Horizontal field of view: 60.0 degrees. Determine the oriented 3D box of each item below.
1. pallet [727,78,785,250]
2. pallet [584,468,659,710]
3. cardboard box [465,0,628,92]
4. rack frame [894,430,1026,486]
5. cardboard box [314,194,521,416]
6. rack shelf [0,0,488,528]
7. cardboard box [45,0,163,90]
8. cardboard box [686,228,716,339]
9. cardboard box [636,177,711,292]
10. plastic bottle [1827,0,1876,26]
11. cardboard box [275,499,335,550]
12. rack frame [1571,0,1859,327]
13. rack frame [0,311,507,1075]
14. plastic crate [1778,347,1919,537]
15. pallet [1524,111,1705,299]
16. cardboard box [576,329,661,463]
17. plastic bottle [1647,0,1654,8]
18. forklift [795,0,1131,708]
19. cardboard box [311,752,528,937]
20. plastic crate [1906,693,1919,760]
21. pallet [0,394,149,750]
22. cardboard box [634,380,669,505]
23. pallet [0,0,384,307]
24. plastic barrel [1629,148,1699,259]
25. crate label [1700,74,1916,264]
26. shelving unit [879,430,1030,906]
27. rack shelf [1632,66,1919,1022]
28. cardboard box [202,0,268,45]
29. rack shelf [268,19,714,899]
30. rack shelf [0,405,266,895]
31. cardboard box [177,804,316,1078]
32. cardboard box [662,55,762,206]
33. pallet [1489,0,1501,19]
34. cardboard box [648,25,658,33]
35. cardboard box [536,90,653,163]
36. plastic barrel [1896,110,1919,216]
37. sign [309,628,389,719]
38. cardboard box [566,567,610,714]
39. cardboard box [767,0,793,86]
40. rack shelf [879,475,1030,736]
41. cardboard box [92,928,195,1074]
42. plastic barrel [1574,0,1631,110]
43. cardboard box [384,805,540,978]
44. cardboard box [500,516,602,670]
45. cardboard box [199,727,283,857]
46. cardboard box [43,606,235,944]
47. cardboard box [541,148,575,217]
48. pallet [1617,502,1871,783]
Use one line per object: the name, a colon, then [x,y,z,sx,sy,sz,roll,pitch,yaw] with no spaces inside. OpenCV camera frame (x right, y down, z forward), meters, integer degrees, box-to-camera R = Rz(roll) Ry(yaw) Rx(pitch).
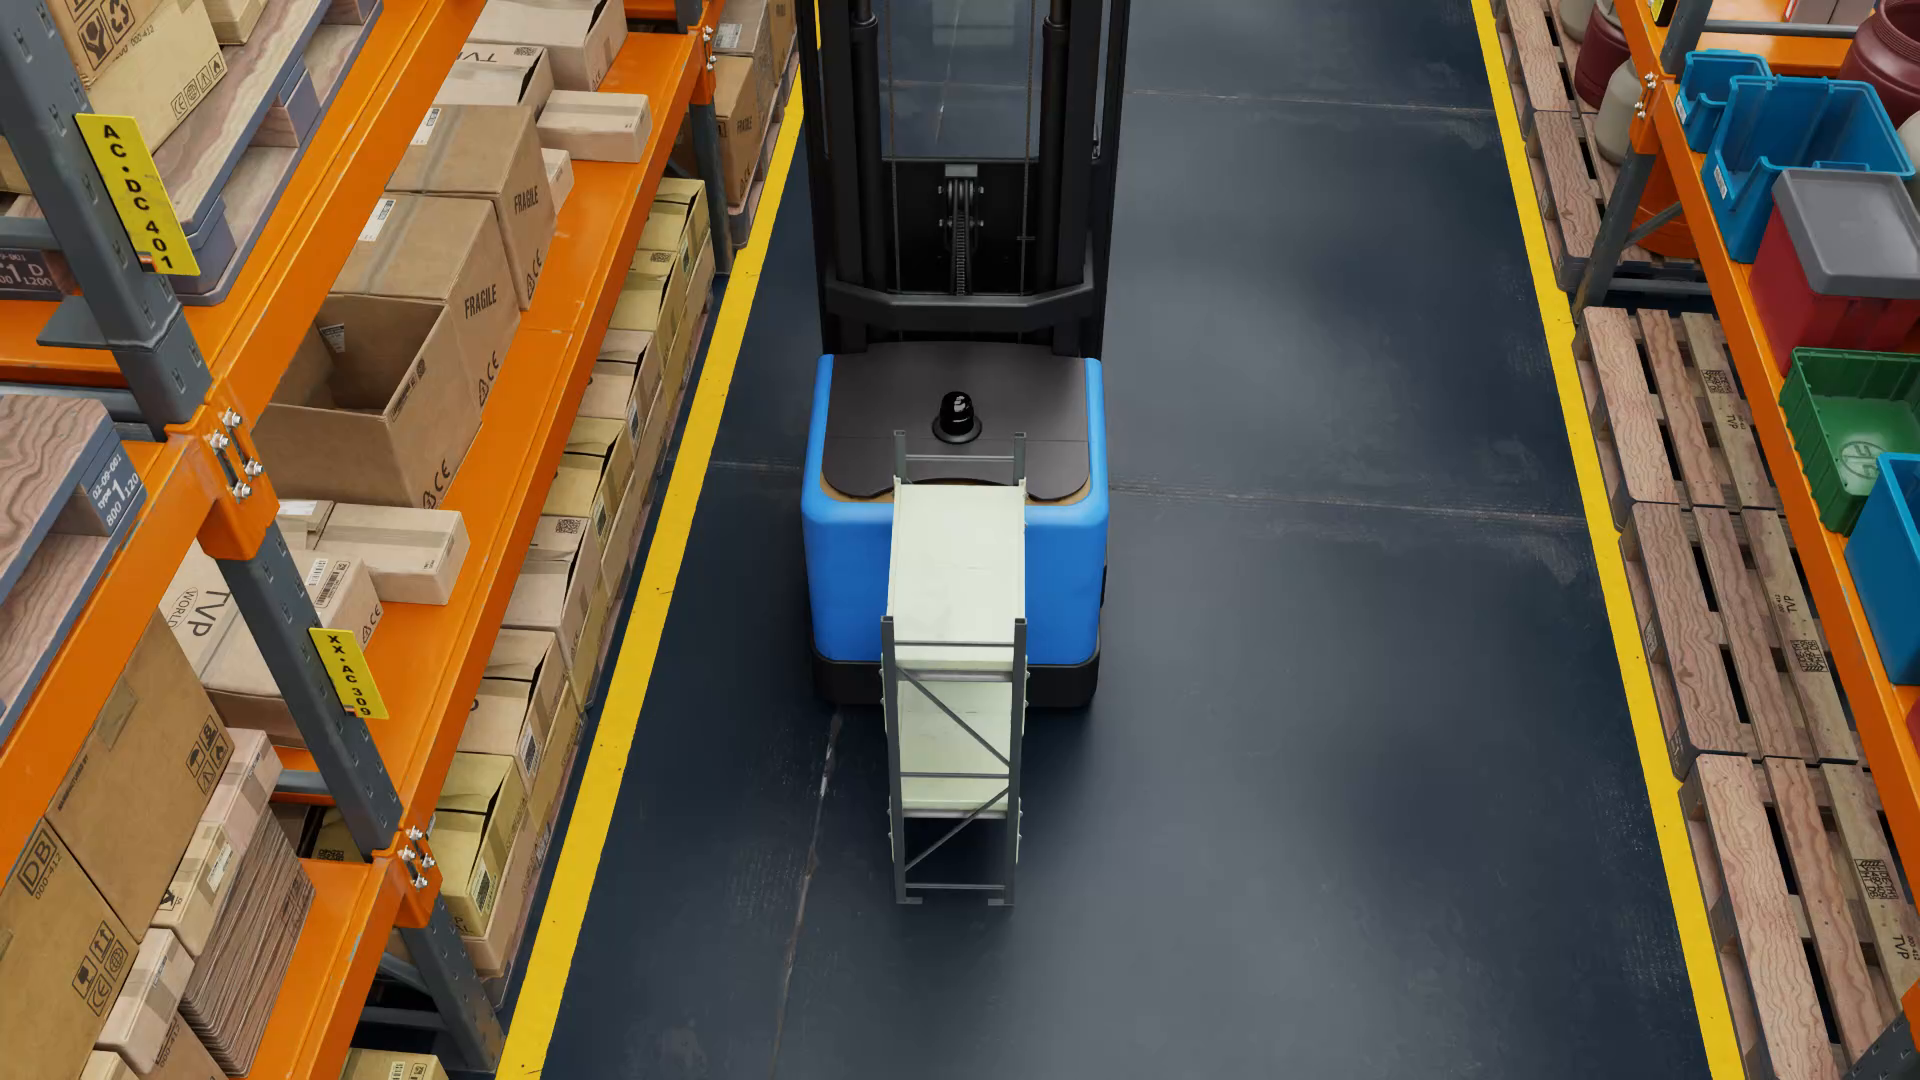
pallet: [-1.483,-1.952,8.418,1.003,0.211,1.213,4,48,4]
pallet: [-1.816,0.091,6.550,1.003,0.211,1.213,4,48,4]
cardboard box: [-1.665,-2.052,6.681,0.500,0.311,0.500,7,48,6]
rack frame: [0.000,0.184,5.591,0.400,1.500,0.023,1,48,1]
cardboard box: [-1.773,-0.759,5.370,0.500,0.500,0.500,4,48,4]
rack shelf: [-1.771,-1.647,4.704,1.077,0.370,4.000,4,48,4]
cardboard box: [-1.858,-1.214,3.130,0.500,0.500,0.500,4,48,4]
cardboard box: [-1.394,-1.157,7.380,0.500,0.250,0.500,5,48,4]
cardboard box: [-1.391,-1.348,7.175,0.500,0.311,0.500,5,48,5]
plastic bottle: [3.705,-2.265,6.899,0.152,0.276,0.135,4,48,4]
cardboard box: [-2.056,-0.020,4.853,0.396,0.266,0.258,3,48,3]
rack frame: [3.344,-2.011,6.582,1.000,3.000,0.127,4,48,4]
rack frame: [-1.953,0.593,4.201,1.000,3.000,0.127,4,48,4]
plastic crate: [2.857,-0.299,5.160,0.450,0.188,0.662,4,48,4]
pallet: [3.374,-1.652,8.144,1.003,0.211,1.213,4,48,4]
cardboard box: [-1.481,-0.595,6.486,0.500,0.311,0.500,4,48,3]
plastic bottle: [2.984,-2.353,7.030,0.097,0.201,0.097,0,48,0]
forklift: [0.014,-1.448,6.114,1.130,2.935,3.031,1,48,1]
cardboard box: [-1.668,0.903,5.116,0.500,0.311,0.500,4,48,4]
plastic crate: [2.718,0.531,4.215,0.402,0.464,0.583,4,48,4]
pallet: [-2.005,0.239,2.552,1.003,0.211,1.213,4,48,4]
cardboard box: [-1.486,-0.409,6.696,0.500,0.250,0.500,5,48,4]
pallet: [-1.886,-1.004,3.758,0.805,0.209,1.217,2,48,2]
plastic barrel: [3.371,-1.781,7.558,0.600,0.830,0.708,4,48,4]
crate label: [2.984,-1.311,5.918,0.502,0.435,0.616,4,48,4]
shelving unit: [-0.008,0.454,5.344,0.431,1.500,0.755,1,48,1]
rack shelf: [3.161,-0.298,5.504,1.077,0.370,4.000,4,48,4]
cardboard box: [-1.840,-1.367,3.777,0.500,0.250,0.500,0,48,0]
rack shelf: [-1.771,-0.634,5.811,1.077,0.370,4.000,4,48,4]
rack shelf: [-2.136,1.293,2.015,1.077,0.370,4.000,4,48,4]
cardboard box: [-1.988,0.885,3.866,0.700,0.500,0.500,3,48,3]
cardboard box: [-1.263,-1.967,7.938,0.500,0.500,0.500,6,48,5]
pallet: [3.596,-3.445,9.784,1.003,0.211,1.213,4,48,4]
cardboard box: [-1.737,-2.355,8.293,0.500,0.500,0.500,6,48,5]
cardboard box: [-1.396,-1.582,6.361,0.380,0.149,0.250,4,48,4]
plastic barrel: [3.463,-1.278,5.836,0.421,0.512,0.421,0,48,0]
sign: [-1.401,0.310,3.819,0.100,0.325,0.005,4,48,4]
cardboard box: [-1.578,0.343,6.008,0.500,0.250,0.500,3,48,2]
cardboard box: [-1.170,-2.720,8.627,0.500,0.500,0.500,3,48,3]
rack shelf: [-0.008,0.191,5.056,0.431,0.370,0.720,1,48,1]
cardboard box: [-1.811,0.928,3.387,0.380,0.149,0.250,3,48,2]
plastic barrel: [3.474,-2.529,8.406,0.600,0.588,0.708,4,48,4]
cardboard box: [-1.670,1.099,5.317,0.500,0.250,0.500,3,48,3]
cardboard box: [-1.571,0.155,5.800,0.500,0.311,0.500,2,48,2]
cardboard box: [-1.765,0.554,3.729,0.380,0.149,0.250,4,48,3]
cardboard box: [-1.988,0.448,3.387,0.700,0.500,0.500,4,48,4]
cardboard box: [-1.649,-1.321,6.122,0.380,0.149,0.250,7,48,6]
pallet: [3.121,0.391,6.275,1.003,0.211,1.213,4,48,4]
